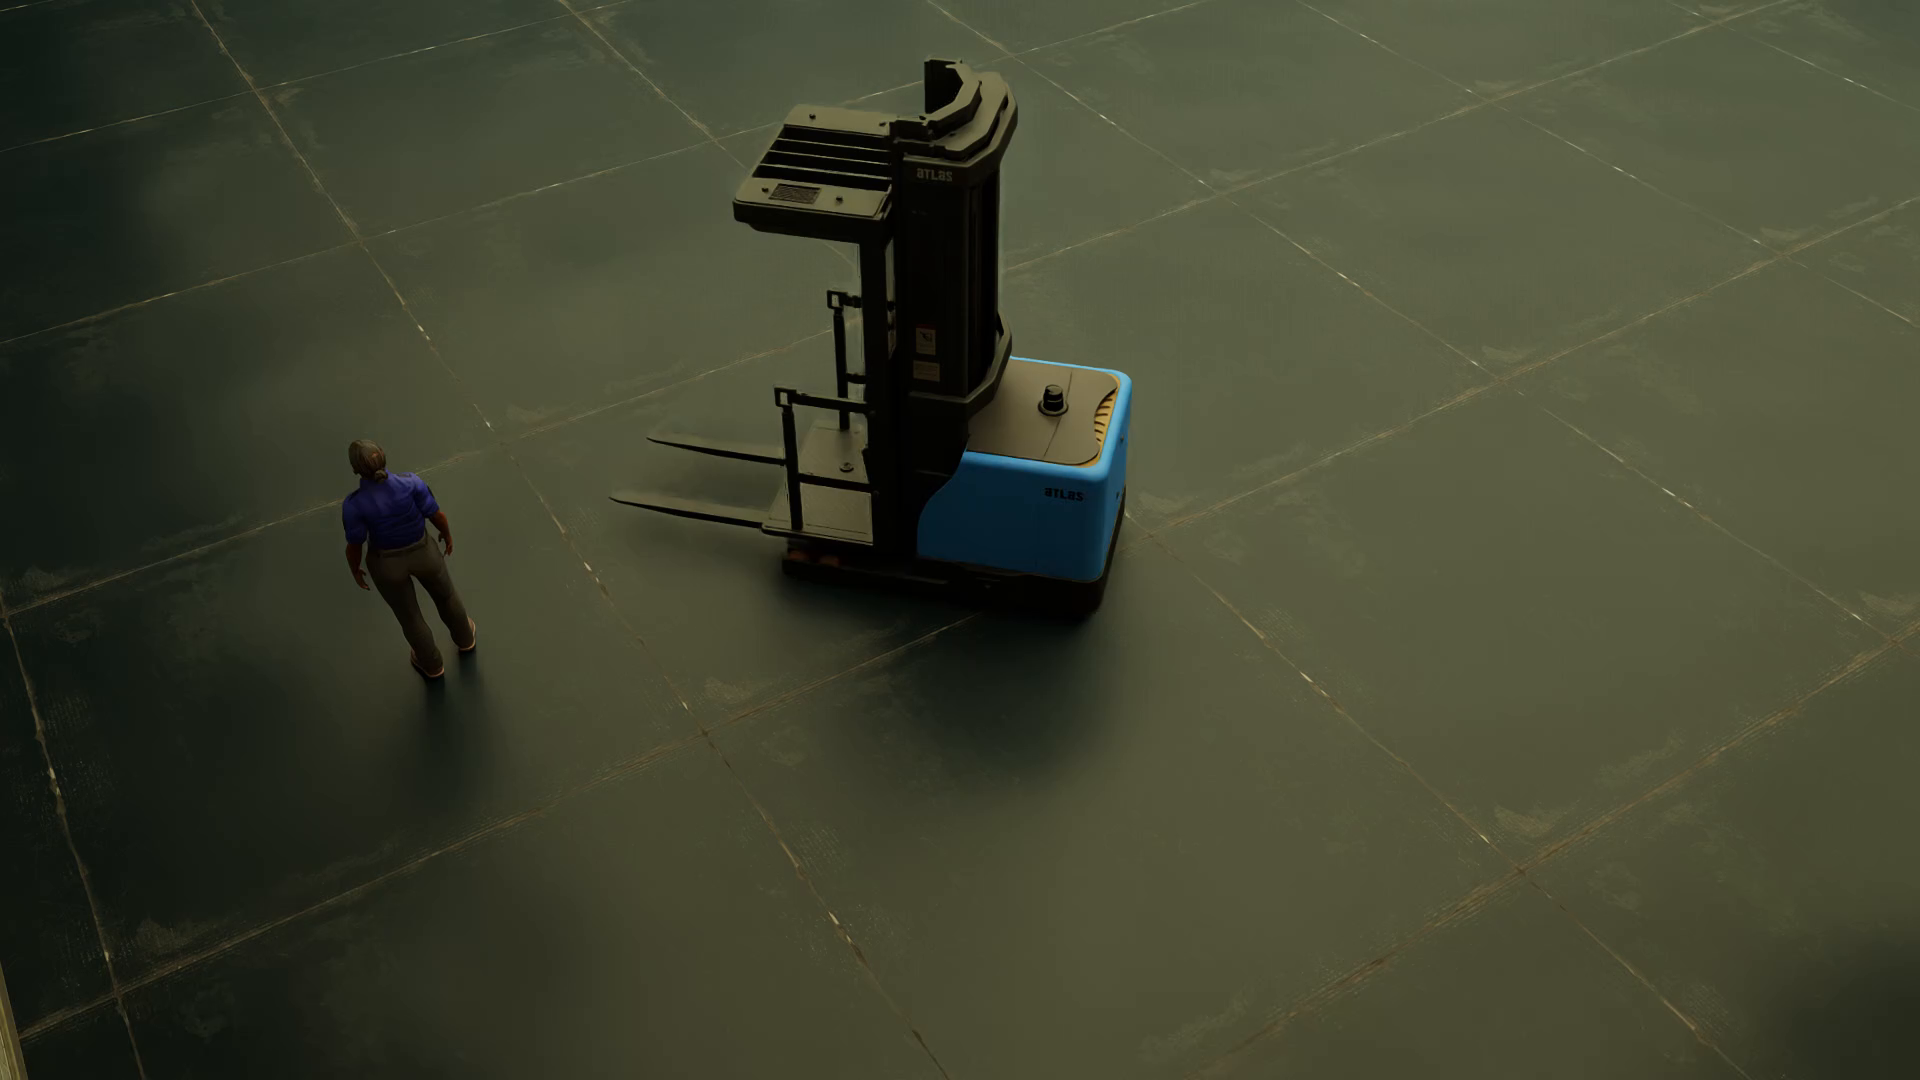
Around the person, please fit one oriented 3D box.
[{"bbox_3d":[-2.940,0.055,8.768,0.568,1.654,0.505,-21,45,-23],"label":"person"}]

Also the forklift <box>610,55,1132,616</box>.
[{"bbox_3d":[-0.571,-1.178,9.219,3.031,2.935,1.130,9,42,10],"label":"forklift"}]
